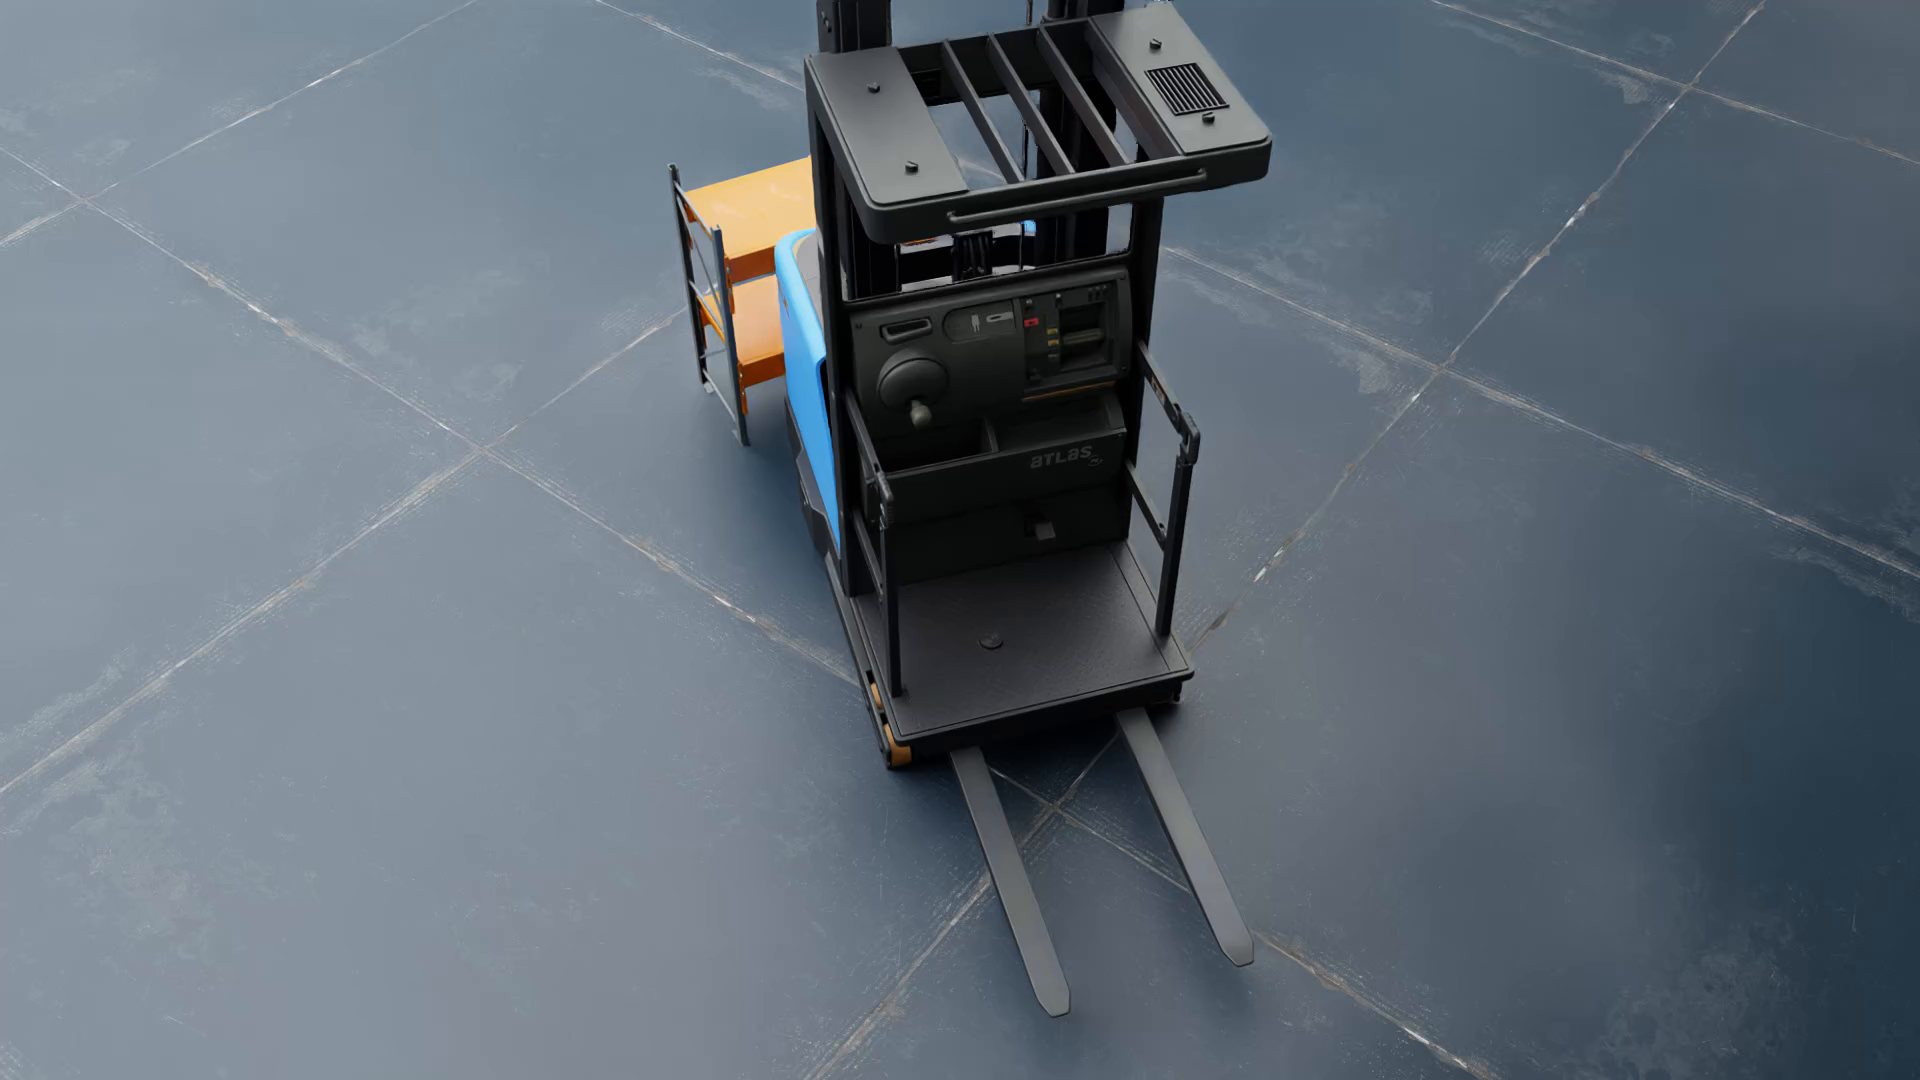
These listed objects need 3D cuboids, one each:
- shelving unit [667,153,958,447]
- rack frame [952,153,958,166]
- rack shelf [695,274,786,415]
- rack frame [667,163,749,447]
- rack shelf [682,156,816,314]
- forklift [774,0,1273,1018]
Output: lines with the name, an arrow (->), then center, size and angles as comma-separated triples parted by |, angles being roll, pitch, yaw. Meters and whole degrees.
shelving unit -> -0.587, -1.123, 7.045 | 1.048, 1.125, 0.538 | -21, 50, -19
rack frame -> -0.137, -1.294, 7.208 | 0.032, 1.125, 0.500 | -21, 50, -19
rack shelf -> -0.587, -0.954, 7.222 | 1.000, 0.278, 0.538 | -21, 50, -19
rack frame -> -1.037, -0.952, 6.882 | 0.032, 1.125, 0.500 | -21, 50, -19
rack shelf -> -0.587, -1.325, 6.833 | 1.000, 0.278, 0.538 | -21, 50, -19
forklift -> 0.173, -0.525, 5.224 | 1.130, 2.935, 3.031 | -12, 47, -11
